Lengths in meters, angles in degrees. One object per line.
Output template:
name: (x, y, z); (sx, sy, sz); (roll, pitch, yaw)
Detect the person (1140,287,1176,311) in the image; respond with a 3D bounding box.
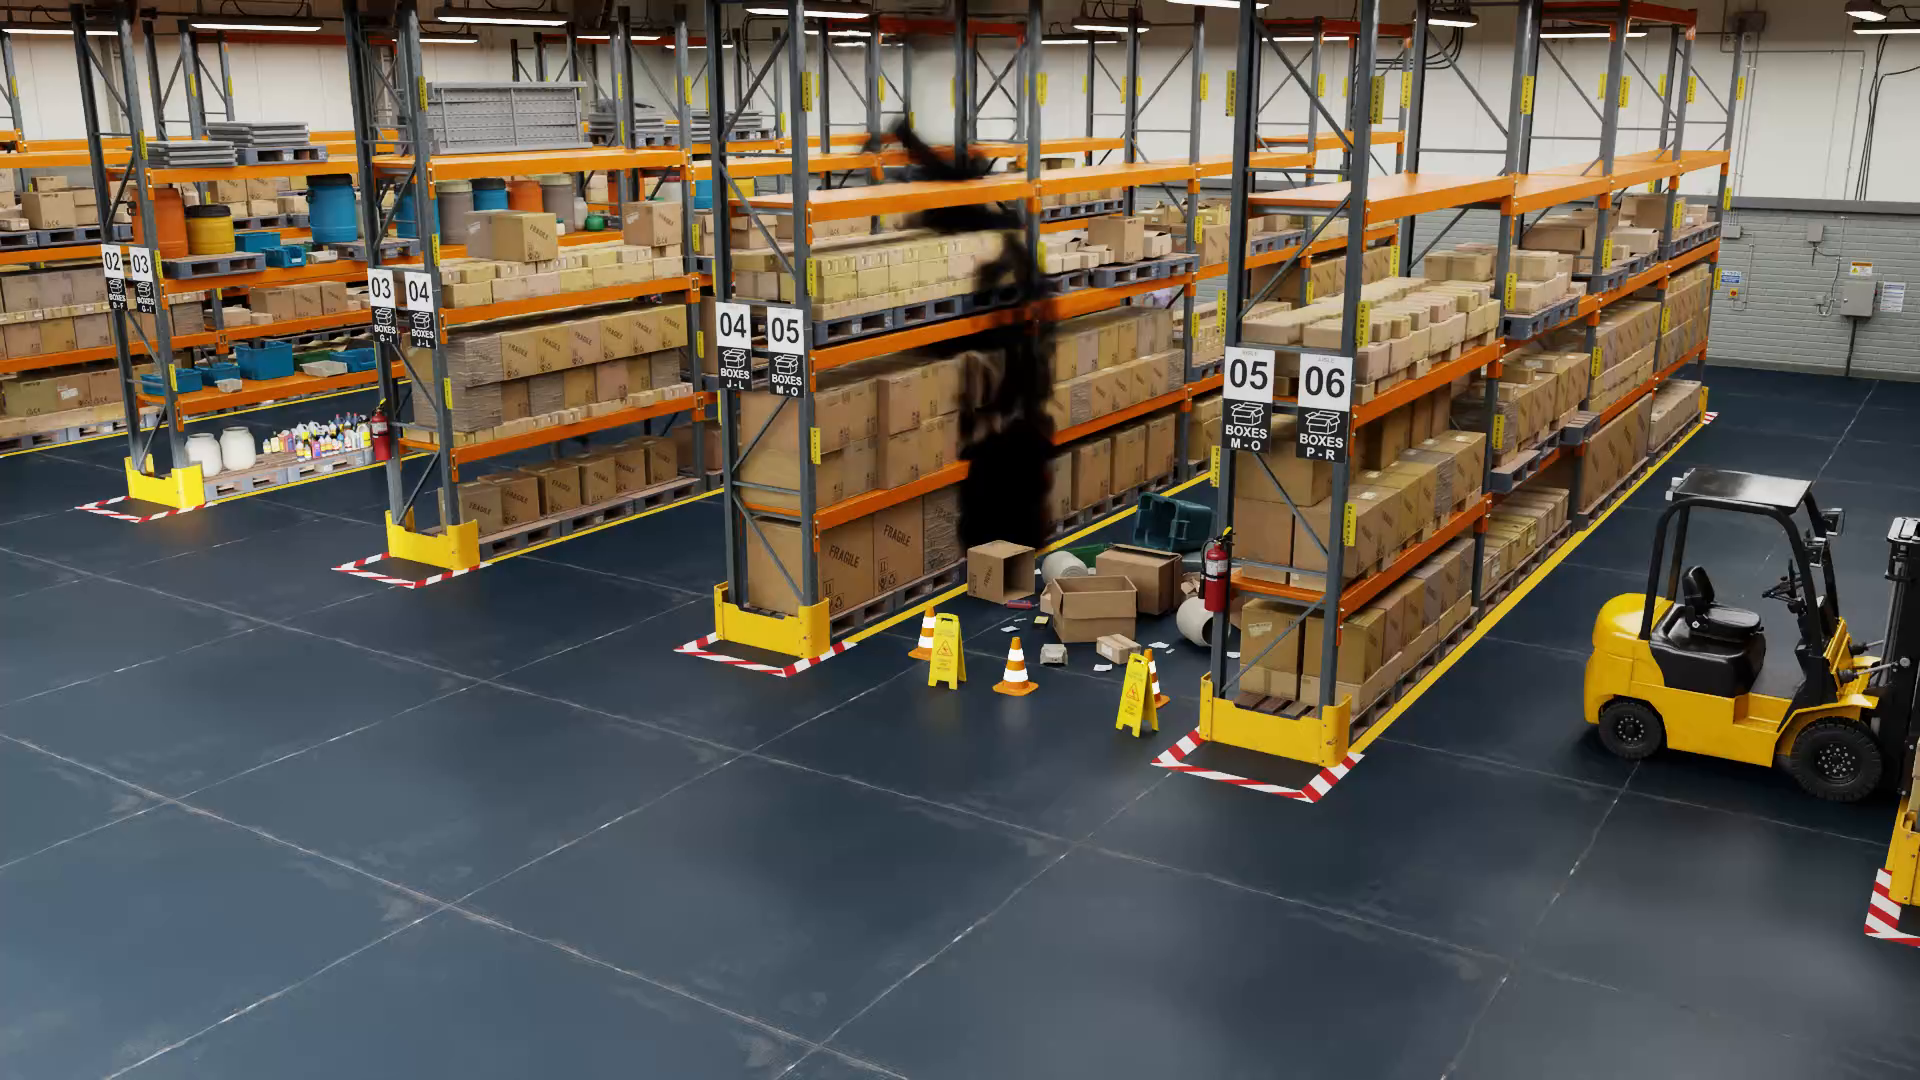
person: (3.829, -4.216, 31.452); (0.647, 1.656, 0.700); (-9, 18, -30)

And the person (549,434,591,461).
person: (-5.433, -1.834, 22.770); (0.588, 1.623, 0.815); (6, 17, 22)
